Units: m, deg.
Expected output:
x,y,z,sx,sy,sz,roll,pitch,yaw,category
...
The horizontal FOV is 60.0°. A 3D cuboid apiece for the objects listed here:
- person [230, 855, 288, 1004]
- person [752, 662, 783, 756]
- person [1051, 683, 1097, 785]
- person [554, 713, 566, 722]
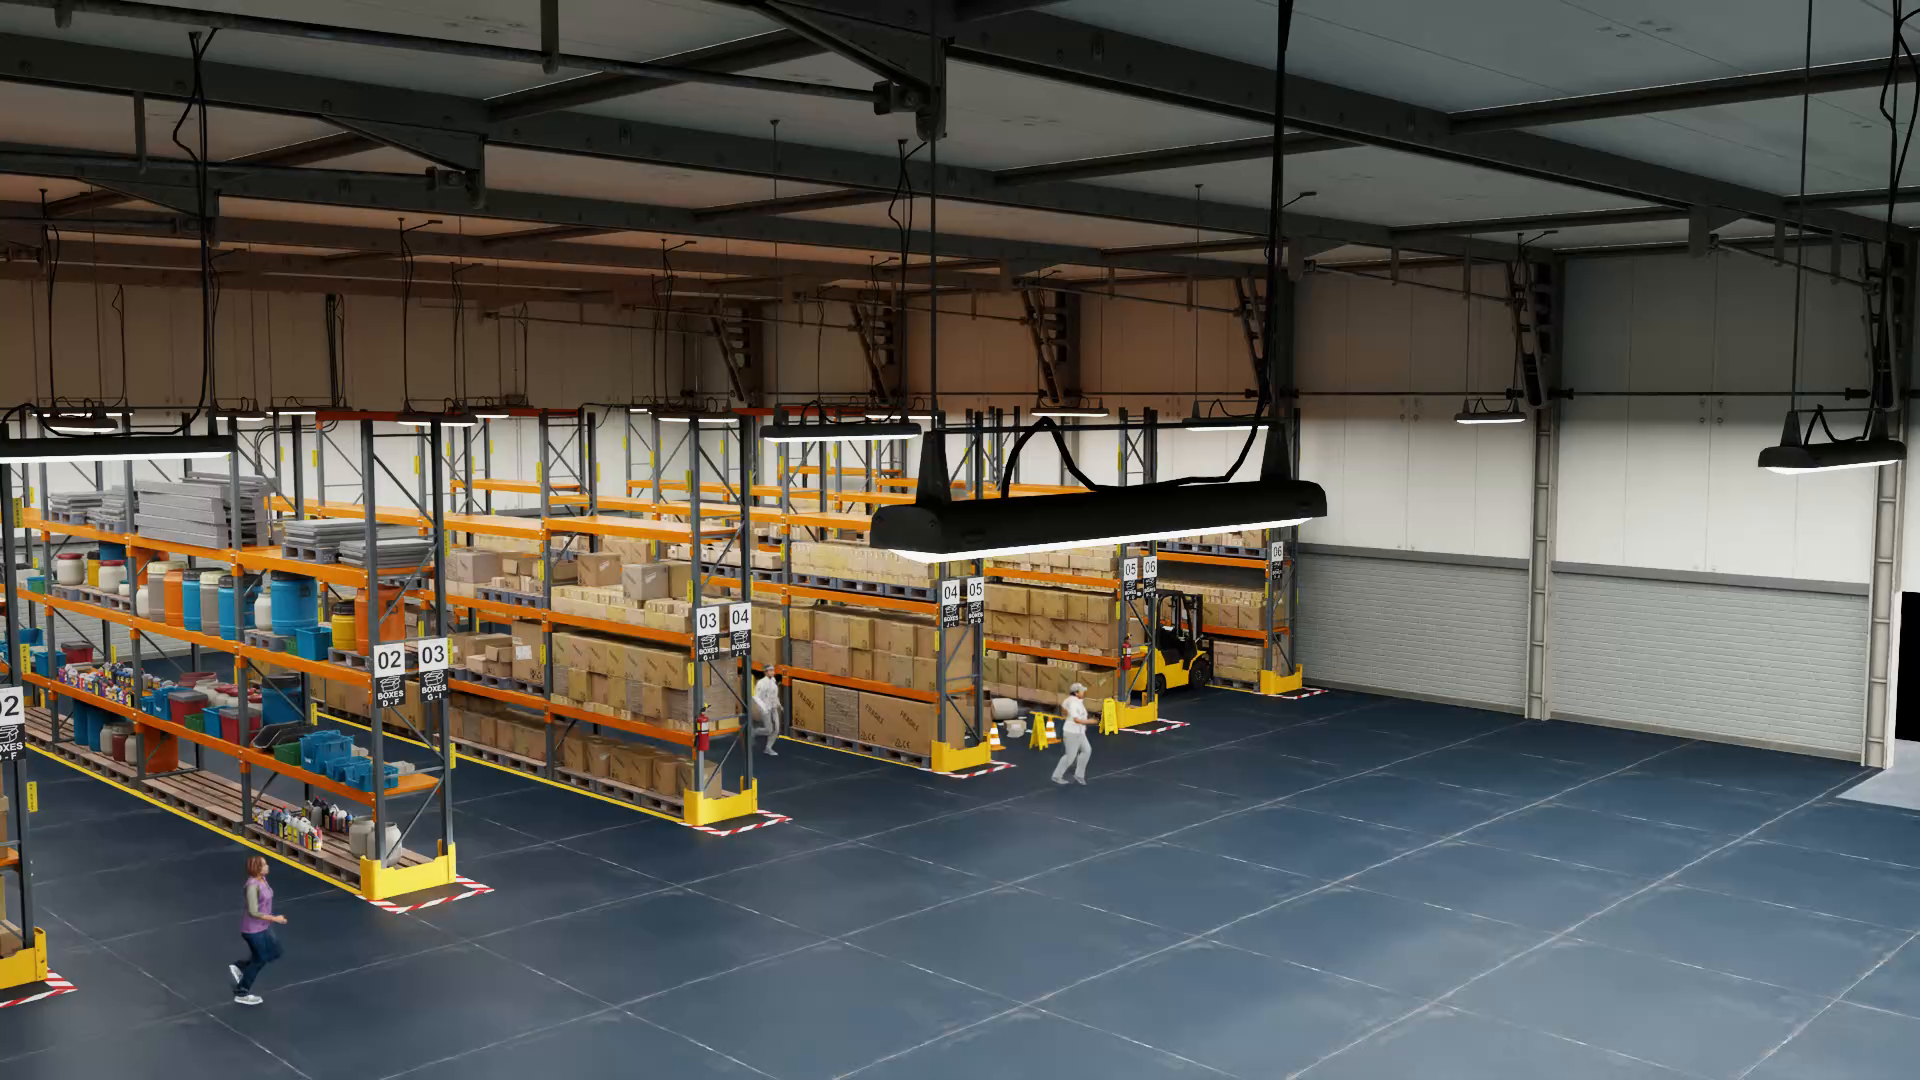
x,y,z,sx,sy,sz,roll,pitch,yaw,category
-7.289,4.033,17.290,0.602,1.560,0.568,-1,5,-12,person
-3.425,2.940,29.135,0.593,1.648,0.603,3,6,34,person
1.852,3.158,26.768,0.715,1.747,0.612,1,5,6,person
-7.848,2.639,32.183,0.692,1.706,0.671,5,7,43,person
